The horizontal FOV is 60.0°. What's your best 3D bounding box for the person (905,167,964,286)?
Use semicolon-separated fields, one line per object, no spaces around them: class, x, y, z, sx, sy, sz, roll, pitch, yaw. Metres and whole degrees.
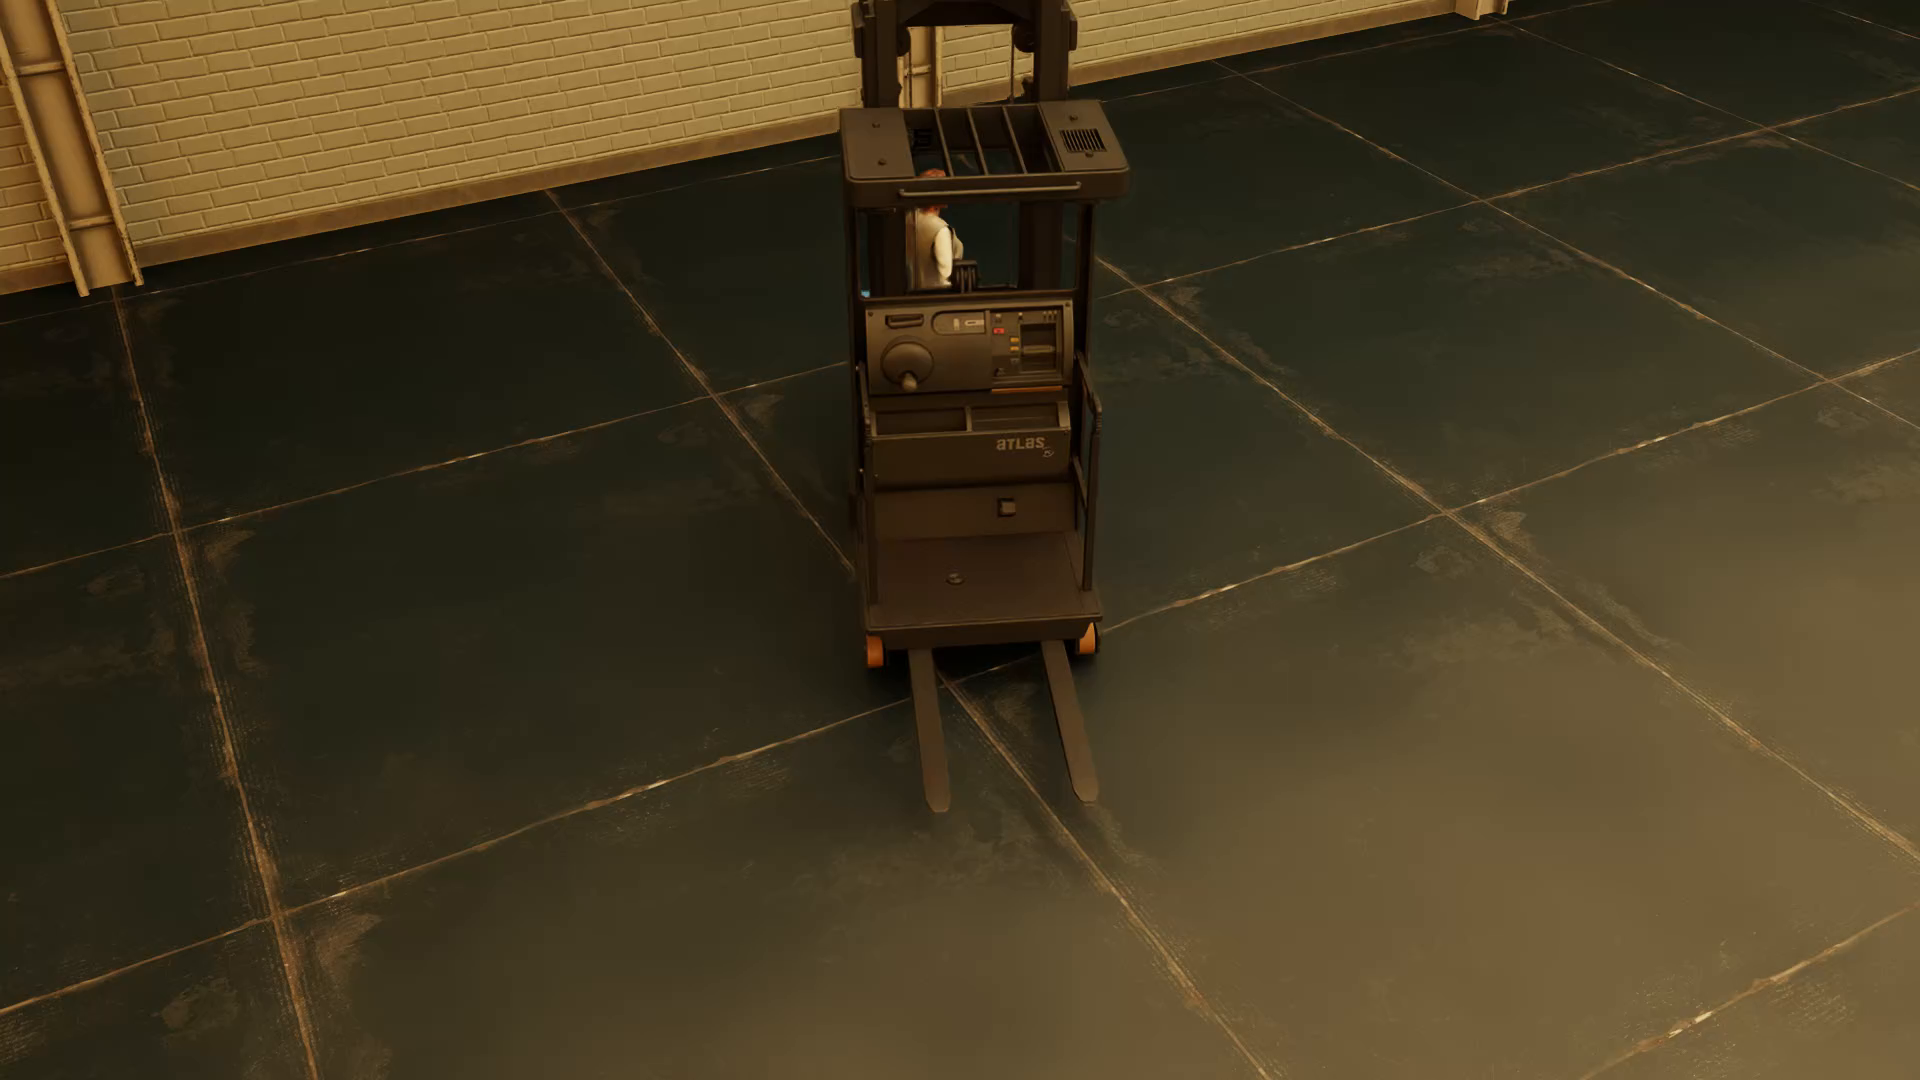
person;-0.116;-1.277;9.195;0.359;1.569;0.715;-13;37;-18

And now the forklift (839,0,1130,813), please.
forklift;0.069;-0.803;7.260;1.130;2.935;3.031;-3;35;-5
